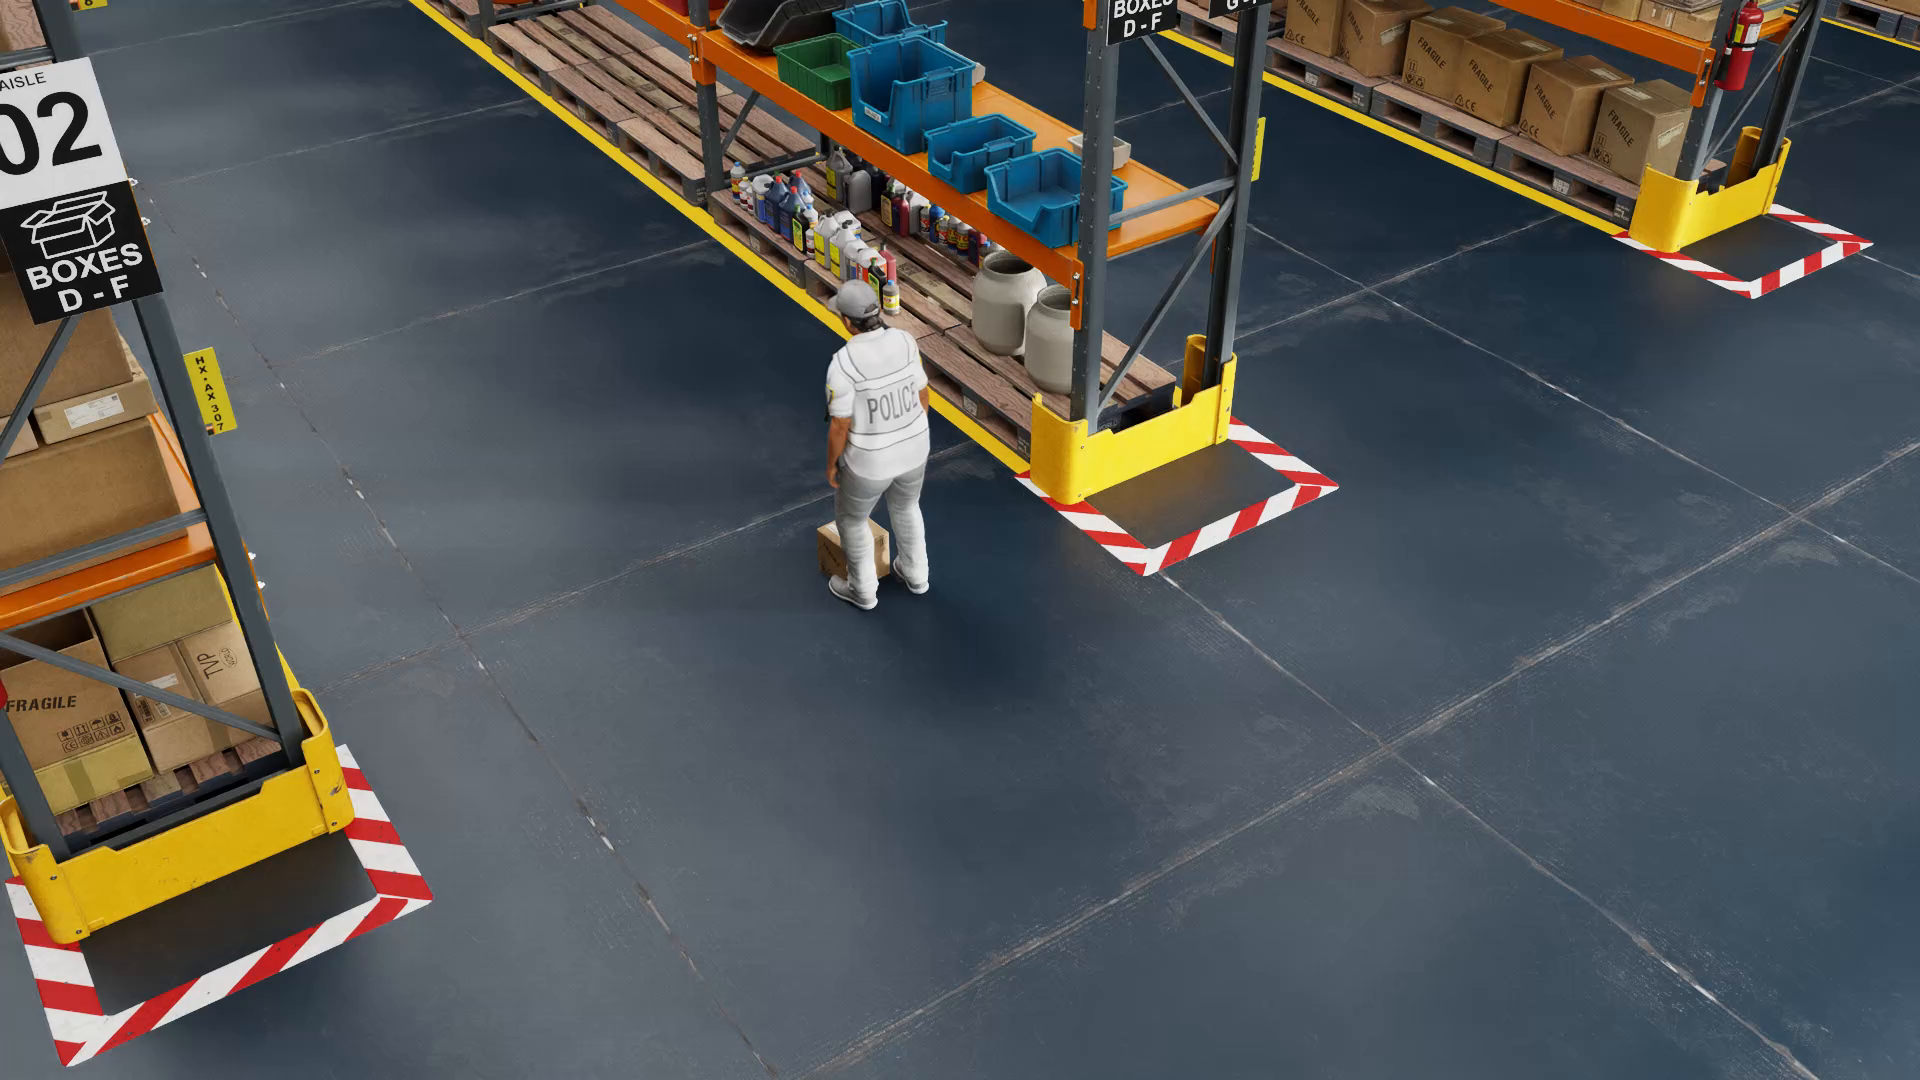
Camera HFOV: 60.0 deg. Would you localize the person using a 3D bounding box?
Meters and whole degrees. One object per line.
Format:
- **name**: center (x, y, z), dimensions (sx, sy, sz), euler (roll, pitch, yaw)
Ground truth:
- **person**: center (-0.380, -0.409, 7.546), dimensions (0.537, 1.665, 0.468), euler (-23, 42, -28)
